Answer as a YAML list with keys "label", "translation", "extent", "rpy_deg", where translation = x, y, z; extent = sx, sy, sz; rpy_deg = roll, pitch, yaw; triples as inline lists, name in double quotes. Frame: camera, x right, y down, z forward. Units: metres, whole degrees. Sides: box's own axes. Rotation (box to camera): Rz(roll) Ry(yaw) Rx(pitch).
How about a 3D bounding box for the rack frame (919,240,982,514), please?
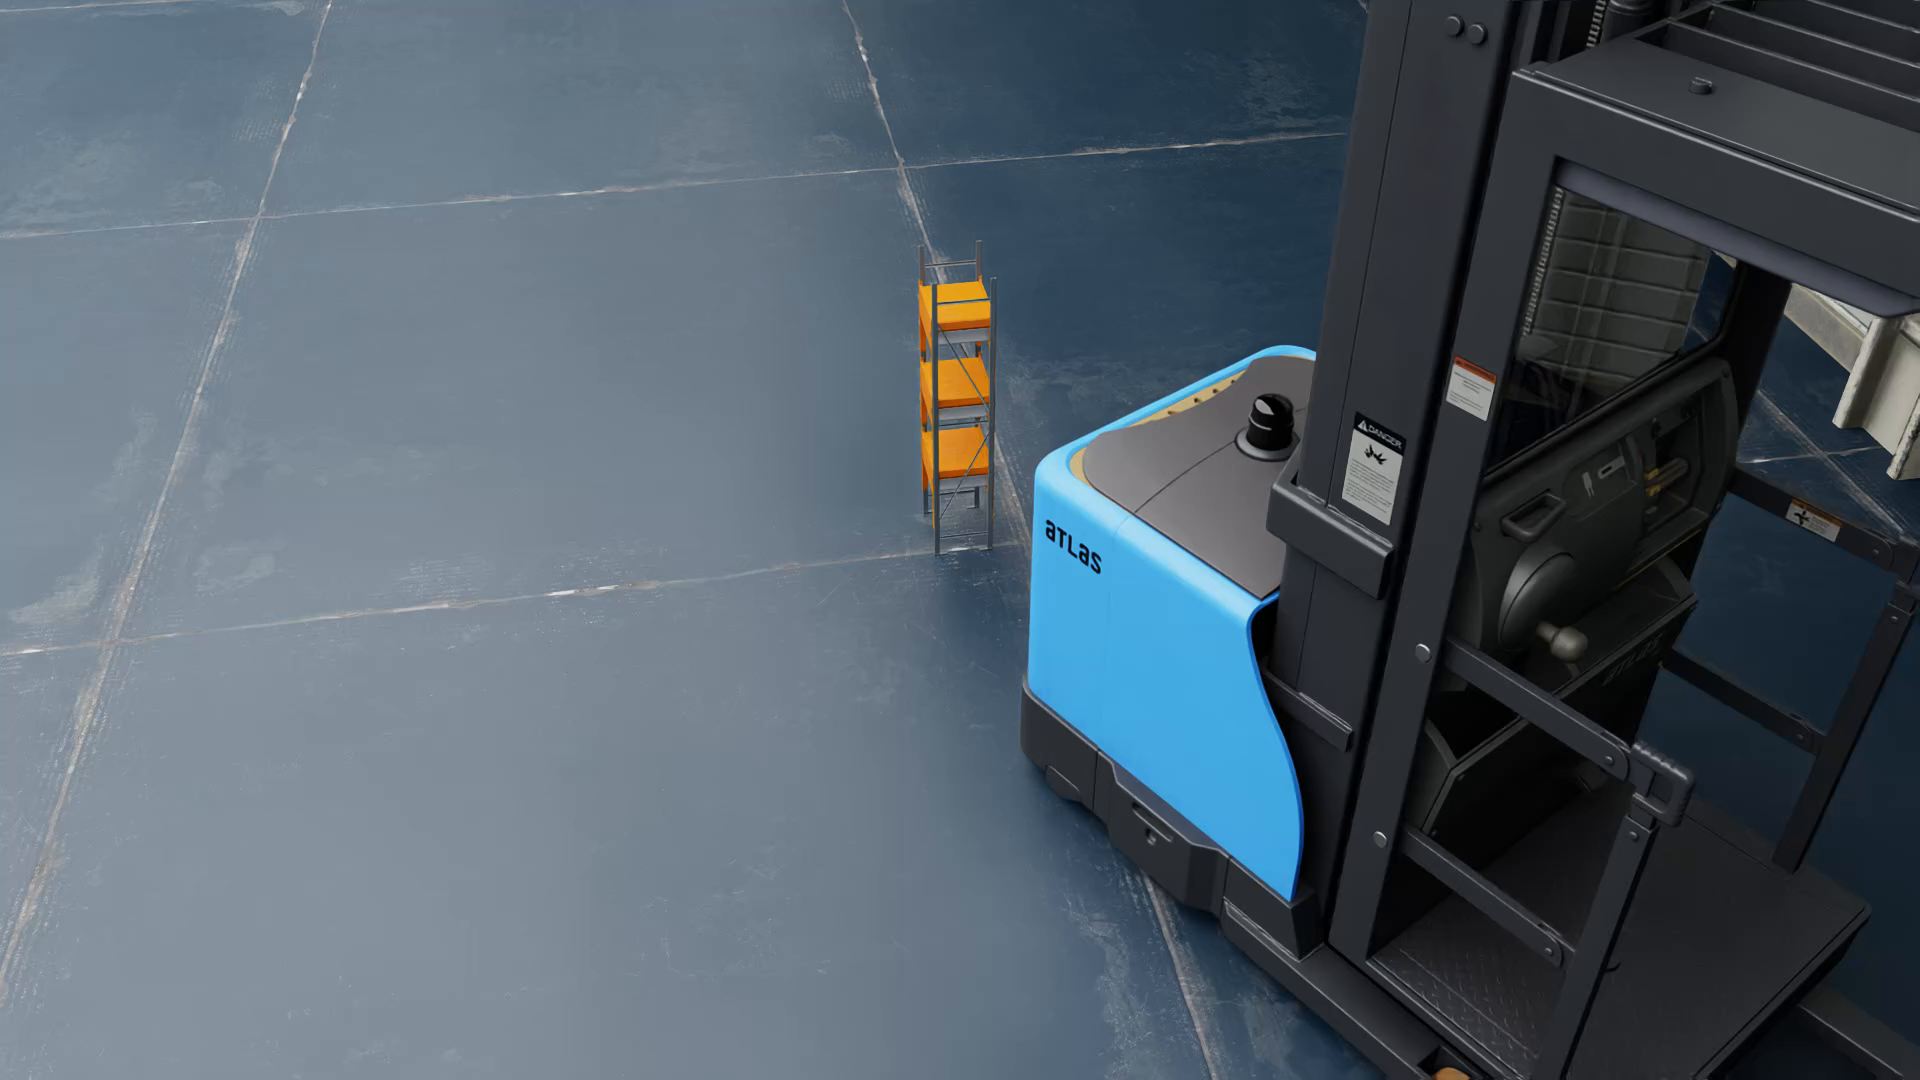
- label: "rack frame"
  translation: [-0.031, -0.521, 5.564]
  extent: [0.200, 1.050, 0.008]
  rpy_deg: [-6, 38, -8]

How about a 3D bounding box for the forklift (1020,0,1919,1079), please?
- label: "forklift"
  translation: [1.495, -0.001, 3.363]
  extent: [1.130, 2.935, 3.031]
  rpy_deg: [-27, 45, -30]

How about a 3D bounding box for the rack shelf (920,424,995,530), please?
- label: "rack shelf"
  translation: [-0.009, -0.219, 5.647]
  extent: [0.215, 0.259, 0.240]
  rpy_deg: [-6, 38, -8]

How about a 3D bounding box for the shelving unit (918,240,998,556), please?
- label: "shelving unit"
  translation: [-0.009, -0.447, 5.470]
  extent: [0.215, 1.050, 0.252]
  rpy_deg: [-6, 38, -8]

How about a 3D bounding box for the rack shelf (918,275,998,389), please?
- label: "rack shelf"
  translation: [-0.009, -0.663, 5.302]
  extent: [0.215, 0.259, 0.240]
  rpy_deg: [-6, 38, -8]

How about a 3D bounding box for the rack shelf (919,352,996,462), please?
- label: "rack shelf"
  translation: [-0.009, -0.439, 5.476]
  extent: [0.215, 0.259, 0.240]
  rpy_deg: [-6, 38, -8]

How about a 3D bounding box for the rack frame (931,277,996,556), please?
- label: "rack frame"
  translation: [0.012, -0.373, 5.375]
  extent: [0.200, 1.050, 0.008]
  rpy_deg: [-6, 38, -8]
